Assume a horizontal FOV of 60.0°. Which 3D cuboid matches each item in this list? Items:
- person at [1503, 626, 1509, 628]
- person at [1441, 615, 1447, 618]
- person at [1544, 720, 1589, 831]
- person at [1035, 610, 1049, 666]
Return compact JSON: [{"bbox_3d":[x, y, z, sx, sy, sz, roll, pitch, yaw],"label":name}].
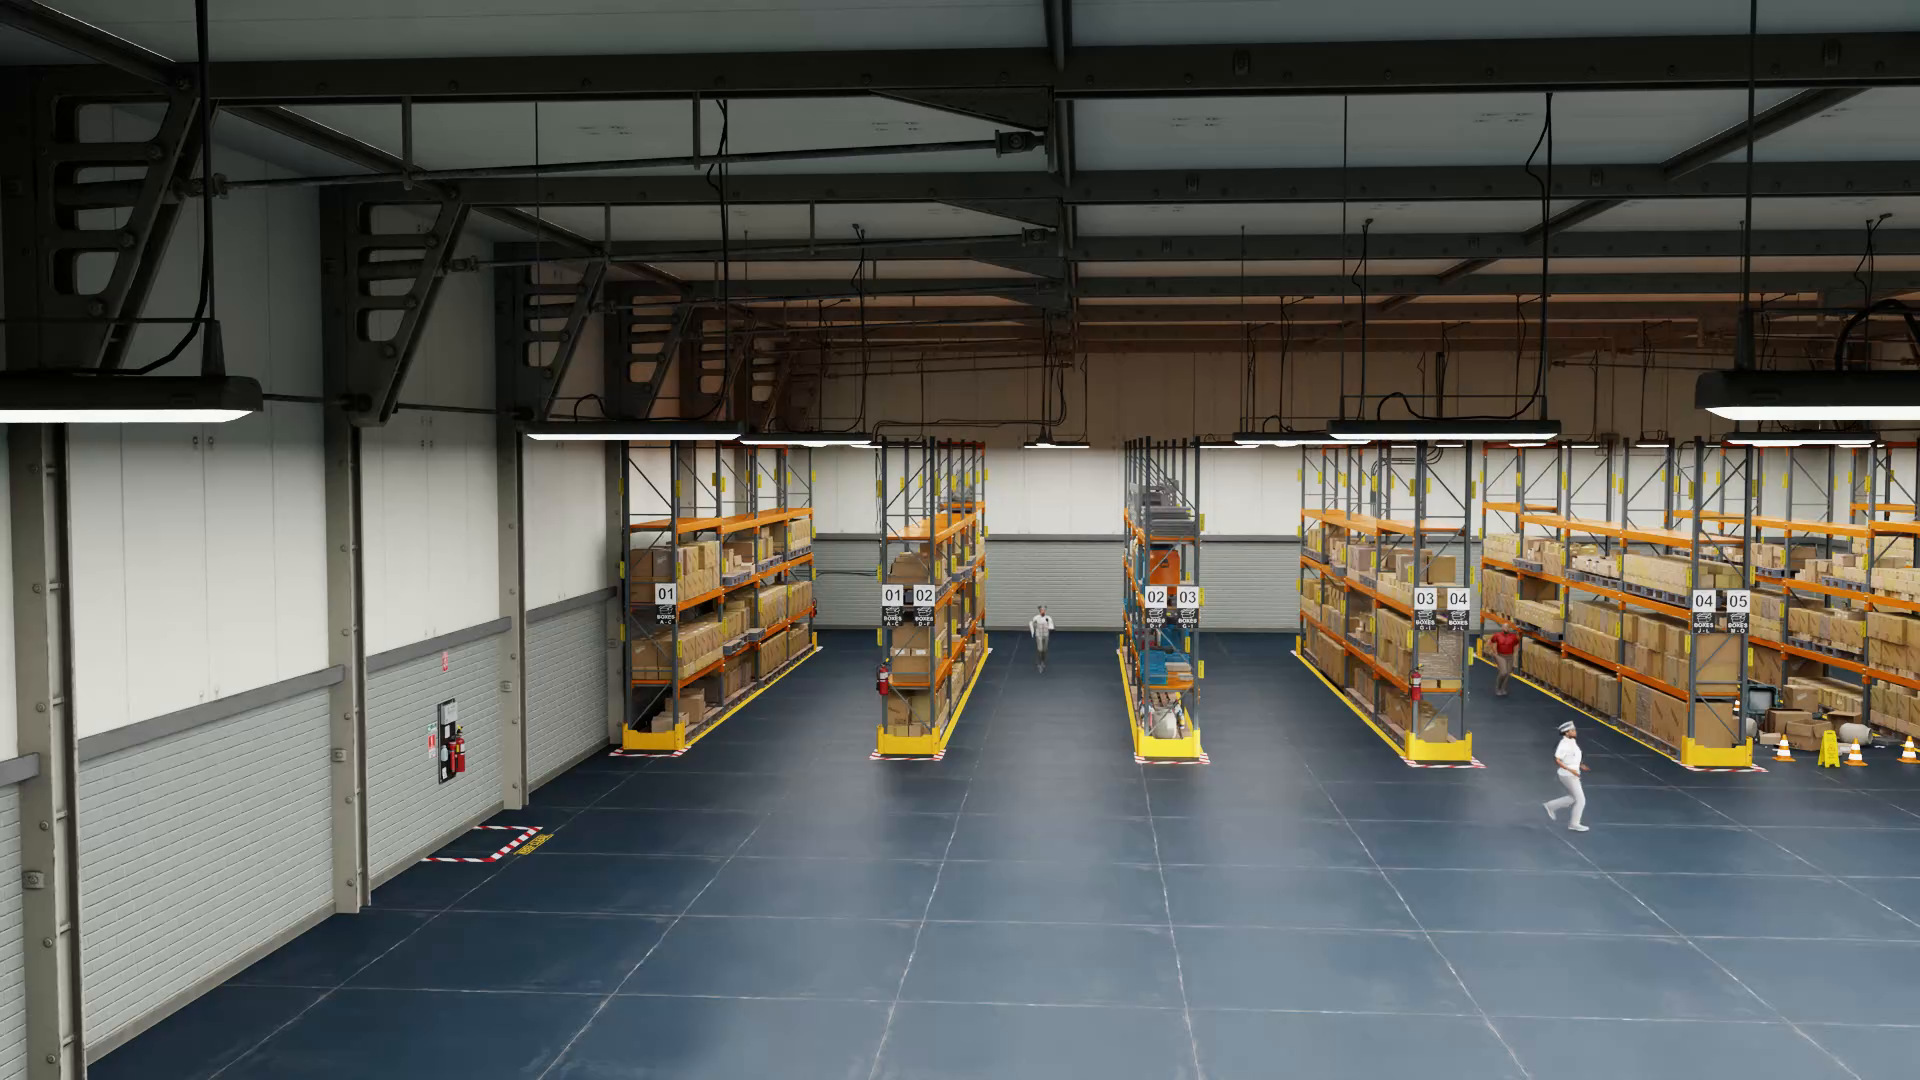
[{"bbox_3d":[12.744,2.025,38.785,0.172,0.052,0.168,0,3,0],"label":"person"},{"bbox_3d":[13.239,2.013,46.258,0.689,0.901,0.372,2,4,32],"label":"person"},{"bbox_3d":[9.167,3.548,25.140,0.678,1.649,0.579,2,4,32],"label":"person"},{"bbox_3d":[2.143,2.492,43.378,0.390,1.544,0.638,-1,3,-11],"label":"person"}]
